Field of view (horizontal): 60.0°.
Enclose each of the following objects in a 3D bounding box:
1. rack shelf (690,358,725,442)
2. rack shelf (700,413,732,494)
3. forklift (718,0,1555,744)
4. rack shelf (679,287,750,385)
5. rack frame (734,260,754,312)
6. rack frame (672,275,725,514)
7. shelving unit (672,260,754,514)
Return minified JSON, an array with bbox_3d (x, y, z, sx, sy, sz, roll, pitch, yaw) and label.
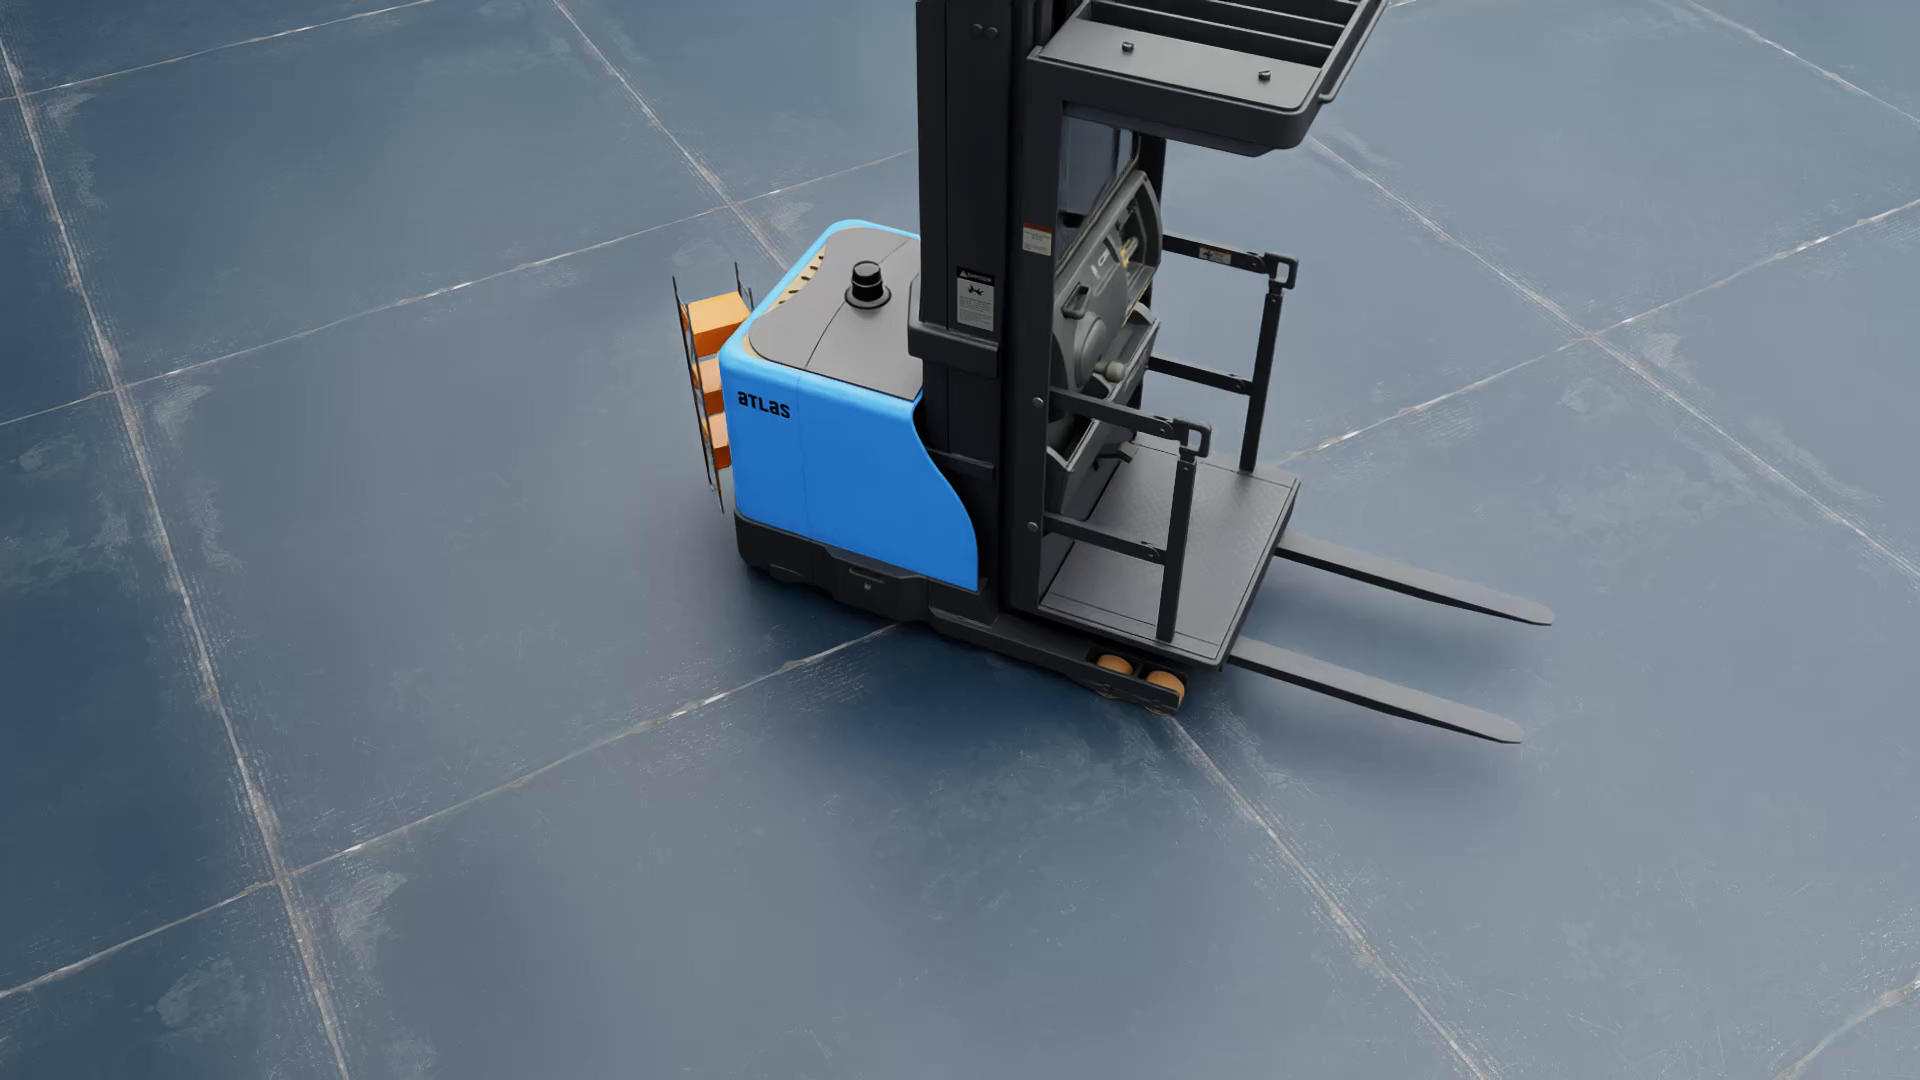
[{"bbox_3d":[-0.916,-0.580,6.600,0.240,0.259,0.215,-17,45,-15],"label":"rack shelf"},{"bbox_3d":[-0.907,-0.377,6.790,0.240,0.259,0.215,-17,45,-15],"label":"rack shelf"},{"bbox_3d":[0.683,-0.836,5.507,3.031,2.935,1.130,17,47,17],"label":"forklift"},{"bbox_3d":[-0.925,-0.786,6.406,0.240,0.259,0.215,-17,45,-15],"label":"rack shelf"},{"bbox_3d":[-0.803,-0.622,6.624,0.008,1.050,0.200,-17,45,-15],"label":"rack frame"},{"bbox_3d":[-1.029,-0.553,6.561,0.008,1.050,0.200,-17,45,-15],"label":"rack frame"},{"bbox_3d":[-0.916,-0.587,6.593,0.252,1.050,0.215,-17,45,-15],"label":"shelving unit"}]
